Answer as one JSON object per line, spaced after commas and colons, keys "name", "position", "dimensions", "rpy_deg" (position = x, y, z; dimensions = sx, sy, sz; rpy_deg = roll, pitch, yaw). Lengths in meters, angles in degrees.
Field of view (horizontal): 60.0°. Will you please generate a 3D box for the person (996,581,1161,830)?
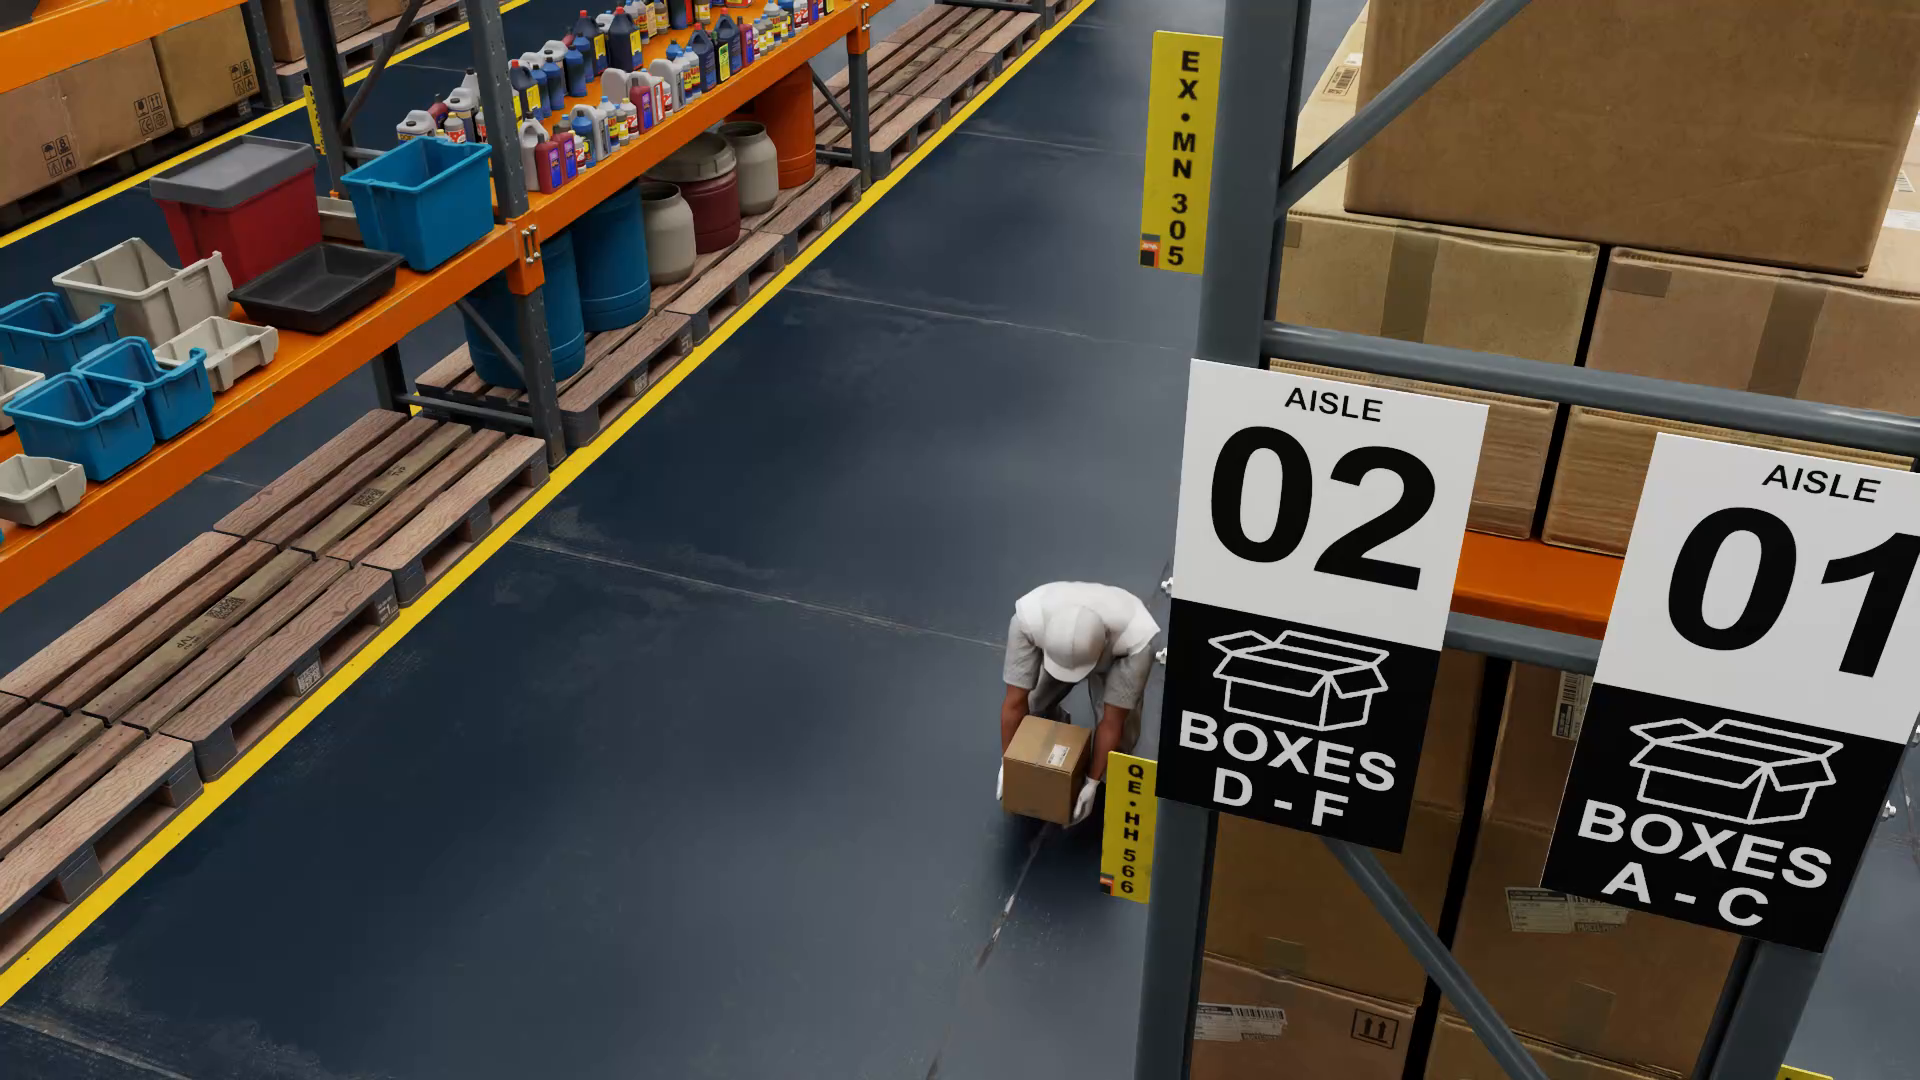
{"name": "person", "position": [0.442, 0.502, 6.076], "dimensions": [0.565, 1.001, 0.921], "rpy_deg": [10, 34, 16]}
